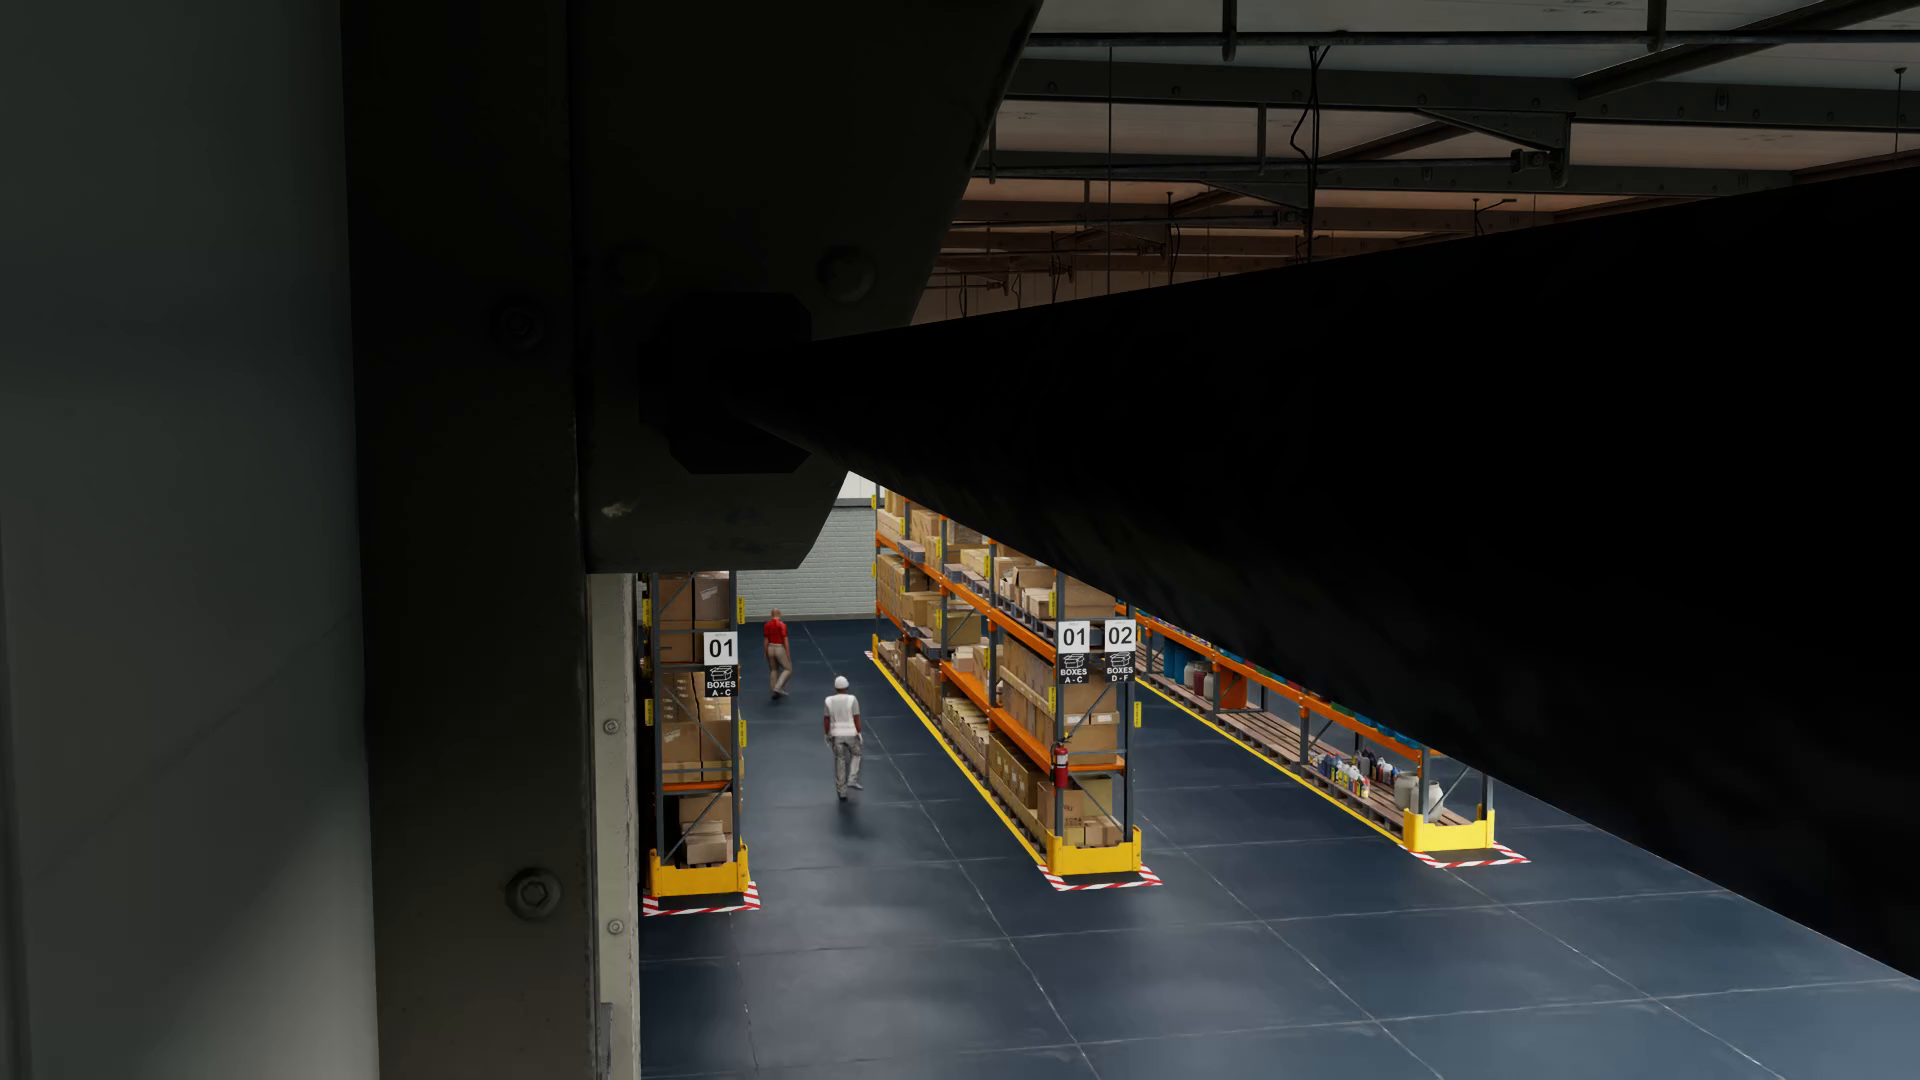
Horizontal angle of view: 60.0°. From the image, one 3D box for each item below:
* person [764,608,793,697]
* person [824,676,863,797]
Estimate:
[{"bbox_3d":[-3.548,2.182,32.104,0.573,1.726,0.516,3,7,30],"label":"person"},{"bbox_3d":[-1.736,2.906,24.683,0.586,1.774,0.475,0,6,2],"label":"person"}]
